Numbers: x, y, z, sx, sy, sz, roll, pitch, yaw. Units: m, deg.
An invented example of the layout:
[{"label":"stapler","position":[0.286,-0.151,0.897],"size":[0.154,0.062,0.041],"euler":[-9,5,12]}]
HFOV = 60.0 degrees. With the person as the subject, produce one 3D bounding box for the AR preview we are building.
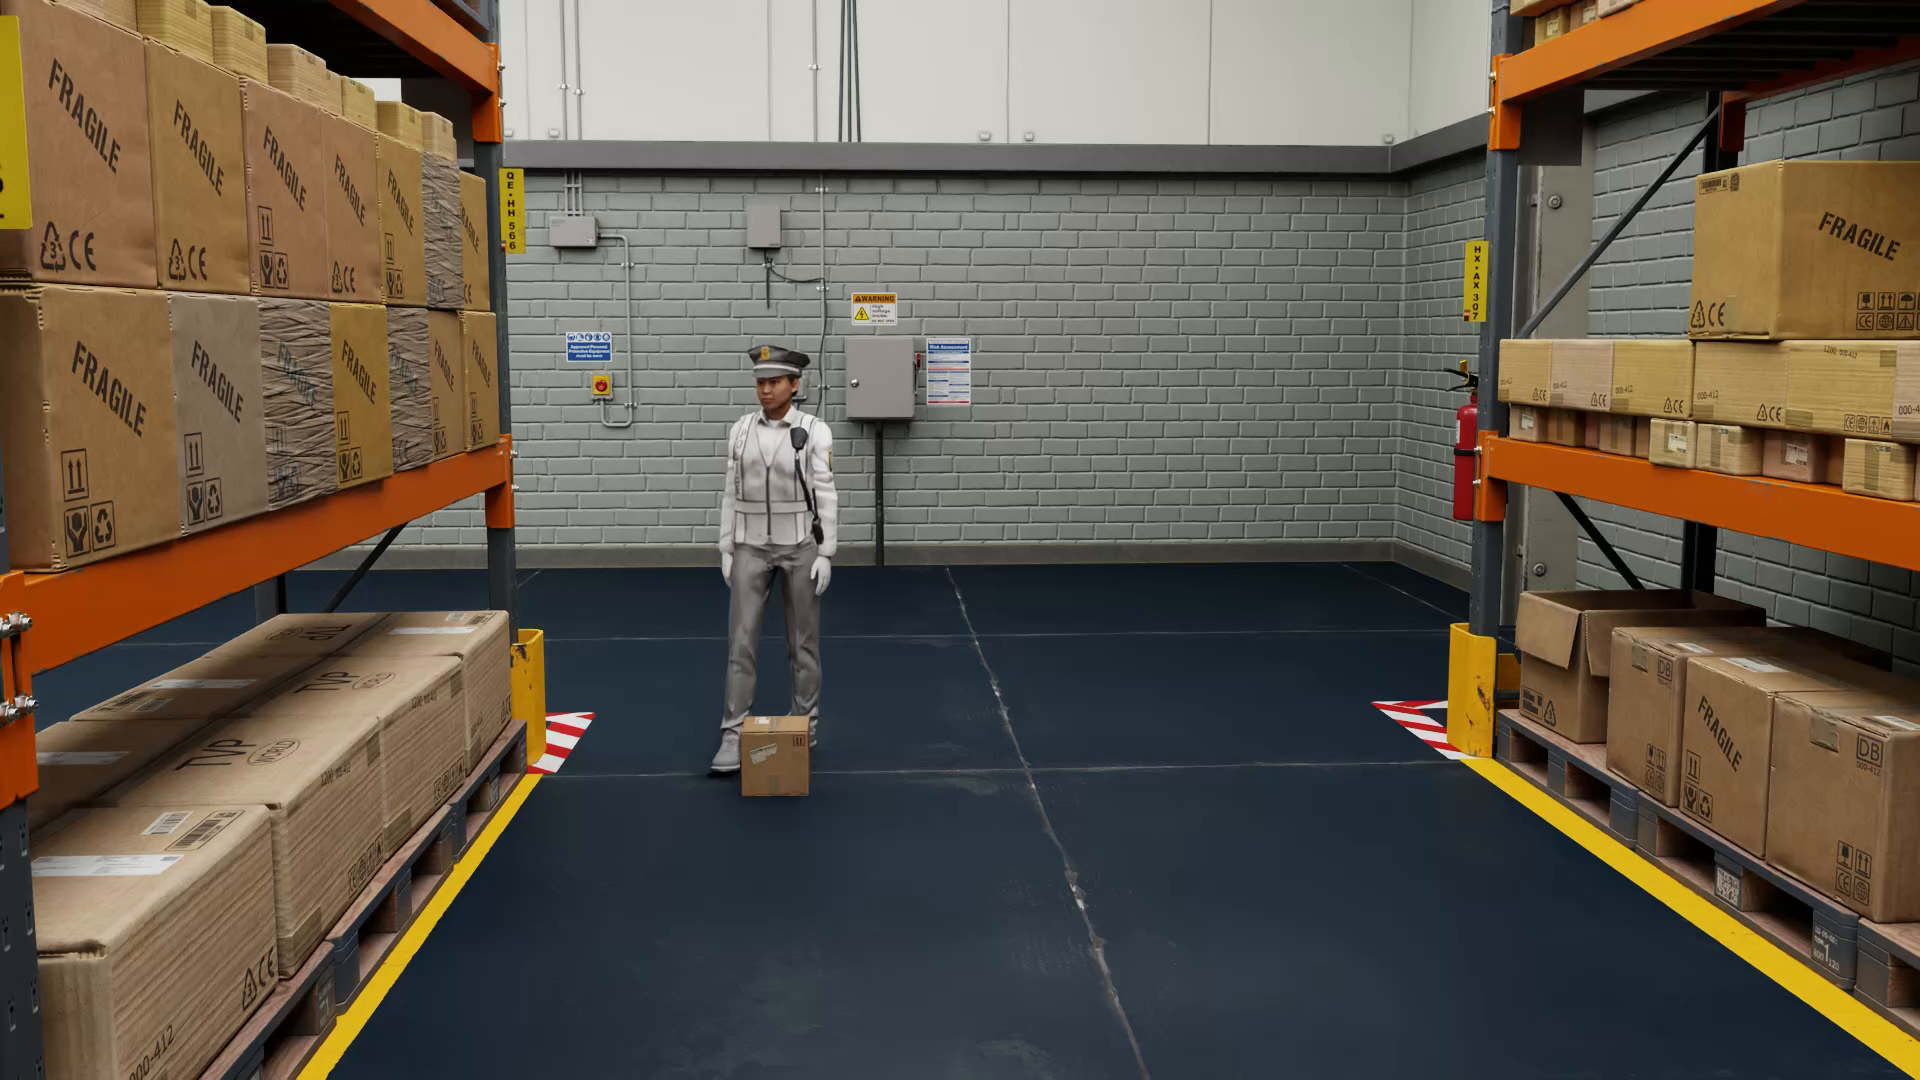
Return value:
[{"label":"person","position":[-0.755,0.065,6.623],"size":[0.488,1.677,0.545],"euler":[1,7,7]}]
